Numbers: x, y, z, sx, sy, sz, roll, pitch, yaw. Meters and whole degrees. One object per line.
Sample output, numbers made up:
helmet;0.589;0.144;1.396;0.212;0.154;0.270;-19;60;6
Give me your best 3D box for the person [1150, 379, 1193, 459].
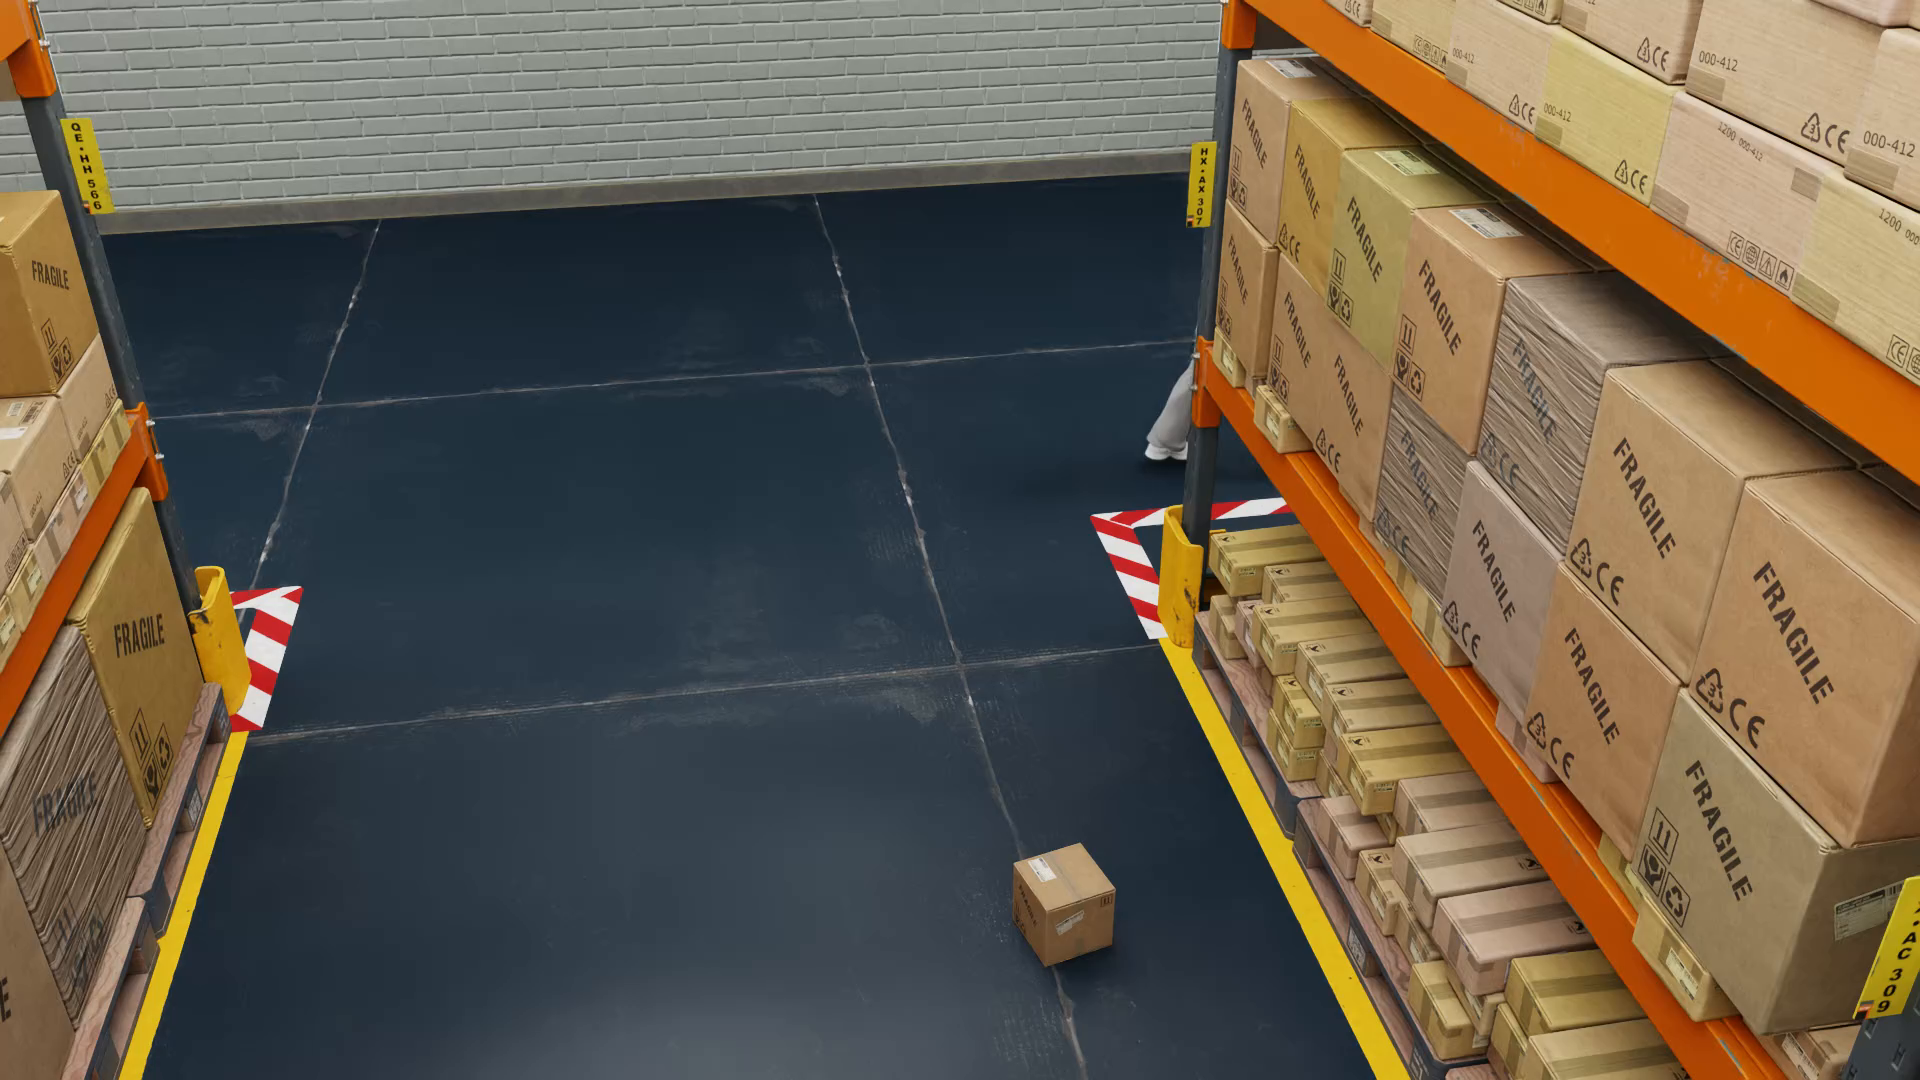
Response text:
person;1.481;-1.084;7.948;1.055;1.613;0.463;-5;31;-8
